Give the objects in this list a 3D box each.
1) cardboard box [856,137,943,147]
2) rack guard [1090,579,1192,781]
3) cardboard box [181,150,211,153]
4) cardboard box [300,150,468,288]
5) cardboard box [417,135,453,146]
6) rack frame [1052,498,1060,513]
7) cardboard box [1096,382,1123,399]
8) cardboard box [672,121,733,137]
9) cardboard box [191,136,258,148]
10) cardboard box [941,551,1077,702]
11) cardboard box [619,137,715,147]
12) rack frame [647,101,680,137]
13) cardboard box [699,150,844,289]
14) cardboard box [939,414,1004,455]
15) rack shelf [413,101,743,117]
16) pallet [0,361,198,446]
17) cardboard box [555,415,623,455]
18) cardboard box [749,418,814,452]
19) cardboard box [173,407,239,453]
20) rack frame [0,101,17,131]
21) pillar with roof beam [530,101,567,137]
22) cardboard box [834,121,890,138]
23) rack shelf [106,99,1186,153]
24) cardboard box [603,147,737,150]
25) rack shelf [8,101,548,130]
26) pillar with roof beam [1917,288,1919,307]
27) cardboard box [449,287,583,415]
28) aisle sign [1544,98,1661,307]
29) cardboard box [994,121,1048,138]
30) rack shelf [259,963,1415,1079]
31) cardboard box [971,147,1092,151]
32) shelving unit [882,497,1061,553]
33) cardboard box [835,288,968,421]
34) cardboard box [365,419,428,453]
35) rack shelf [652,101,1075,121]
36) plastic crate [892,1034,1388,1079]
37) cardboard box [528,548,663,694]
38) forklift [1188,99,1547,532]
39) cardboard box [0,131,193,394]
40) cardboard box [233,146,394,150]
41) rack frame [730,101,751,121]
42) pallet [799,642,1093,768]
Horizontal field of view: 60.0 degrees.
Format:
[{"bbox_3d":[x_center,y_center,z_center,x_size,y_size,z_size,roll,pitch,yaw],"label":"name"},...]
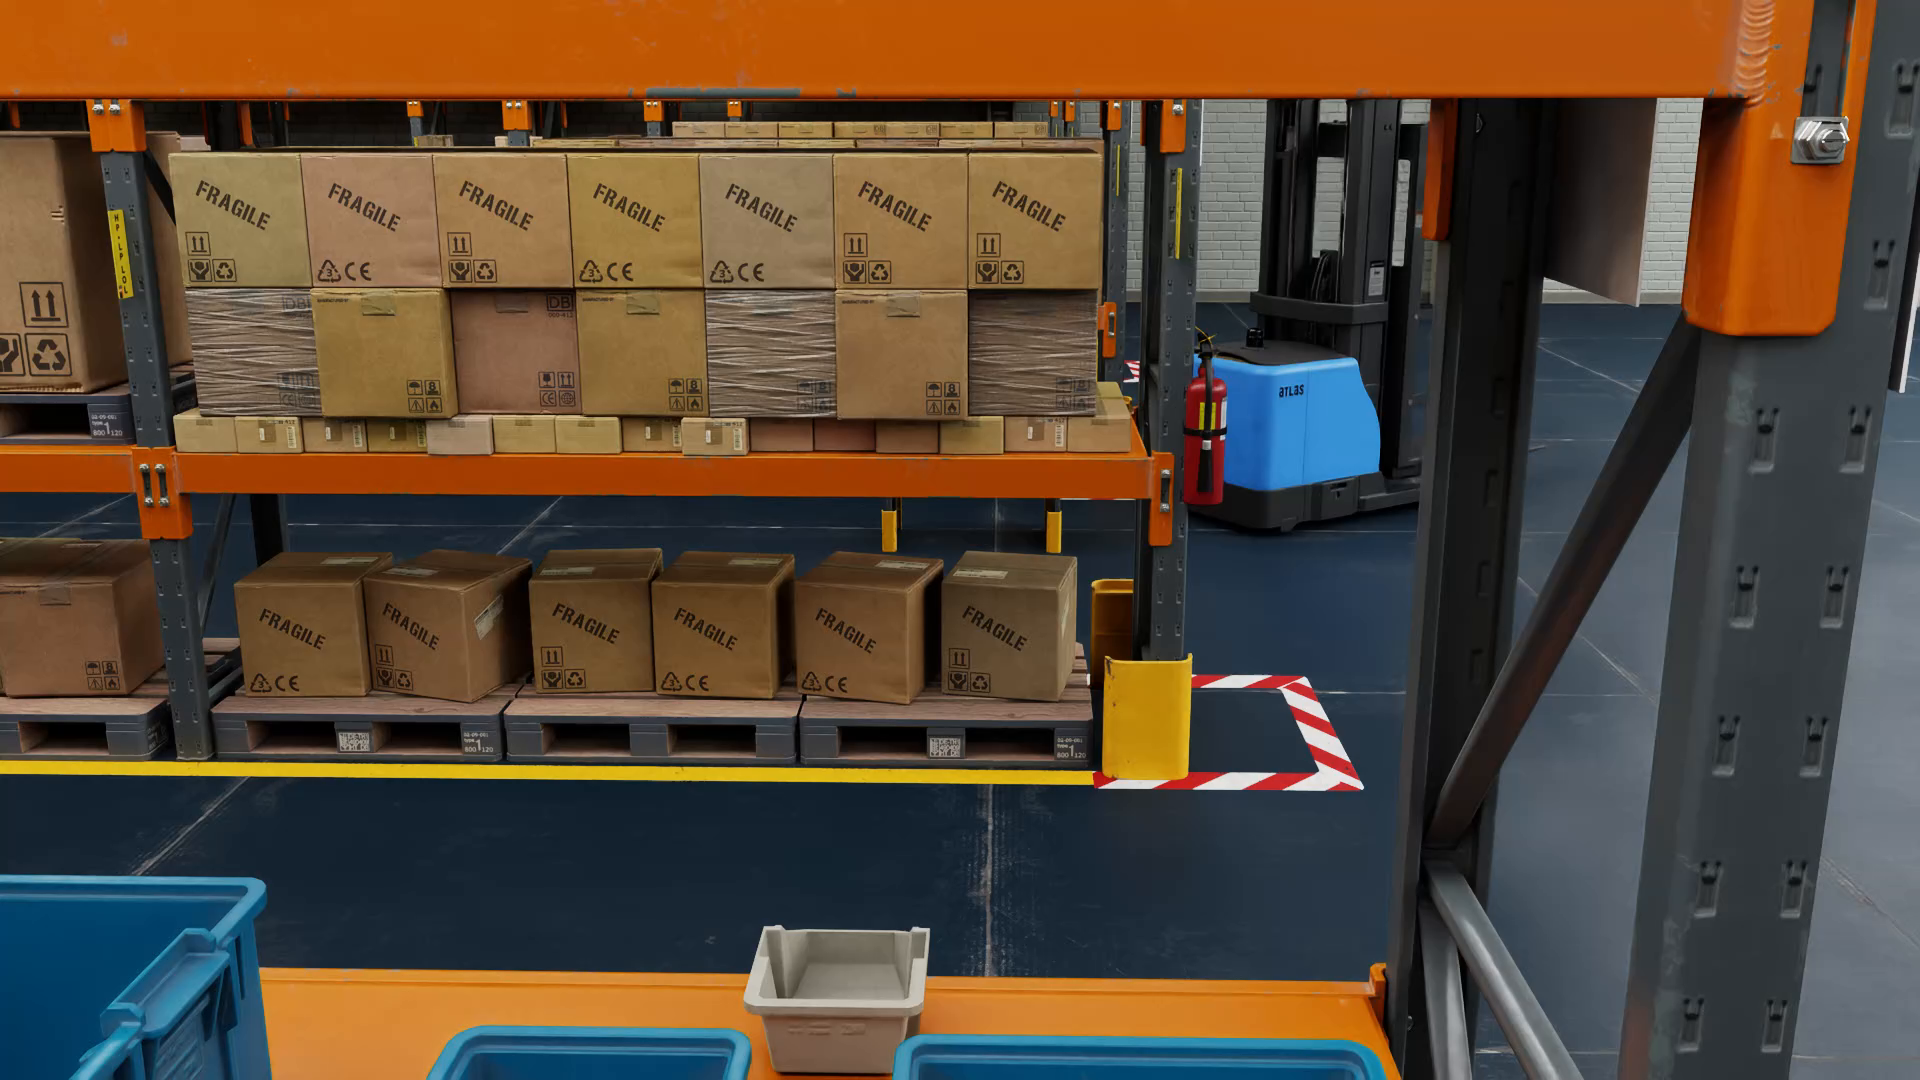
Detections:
[{"bbox_3d":[-0.410,-2.524,11.615,0.550,0.550,0.875,0,15,1],"label":"cardboard box"},{"bbox_3d":[0.765,0.574,7.184,0.348,0.500,1.175,0,15,1],"label":"rack guard"},{"bbox_3d":[-5.462,-2.471,11.670,0.500,0.500,0.700,0,15,1],"label":"cardboard box"},{"bbox_3d":[-2.215,-1.265,6.516,0.500,0.500,0.500,0,15,1],"label":"cardboard box"},{"bbox_3d":[-5.261,-3.984,16.685,0.250,0.149,0.380,0,15,-1],"label":"cardboard box"},{"bbox_3d":[0.593,-0.721,10.134,0.032,1.500,0.500,0,15,1],"label":"rack frame"},{"bbox_3d":[0.562,-0.575,7.133,0.250,0.149,0.380,0,15,1],"label":"cardboard box"},{"bbox_3d":[-2.471,-3.805,16.143,0.500,0.500,0.700,0,15,1],"label":"cardboard box"},{"bbox_3d":[-7.390,-3.811,16.748,0.500,0.500,0.500,0,15,0],"label":"cardboard box"},{"bbox_3d":[0.217,0.363,7.160,0.500,0.500,0.500,3,15,12],"label":"cardboard box"},{"bbox_3d":[-2.010,-2.534,11.654,0.550,0.550,0.875,0,15,1],"label":"cardboard box"},{"bbox_3d":[-2.905,-3.187,16.541,0.127,3.000,1.000,0,15,1],"label":"rack frame"},{"bbox_3d":[-0.715,-1.256,6.482,0.500,0.500,0.500,0,15,1],"label":"cardboard box"},{"bbox_3d":[0.049,-0.452,6.666,0.250,0.149,0.380,0,15,1],"label":"cardboard box"},{"bbox_3d":[-4.781,-5.569,21.098,4.000,0.370,1.077,0,15,1],"label":"rack shelf"},{"bbox_3d":[-3.918,-0.610,7.146,1.213,0.211,1.003,0,15,1],"label":"pallet"},{"bbox_3d":[-1.451,-0.454,6.674,0.250,0.149,0.380,0,15,1],"label":"cardboard box"},{"bbox_3d":[-0.700,-0.466,6.718,0.250,0.149,0.380,0,15,1],"label":"cardboard box"},{"bbox_3d":[-2.951,-0.461,6.698,0.250,0.149,0.380,0,15,1],"label":"cardboard box"},{"bbox_3d":[-6.929,-1.950,11.853,0.127,3.000,1.000,0,15,1],"label":"rack frame"},{"bbox_3d":[-5.564,-6.504,17.351,0.400,9.000,9.100,0,15,1],"label":"pillar with roof beam"},{"bbox_3d":[-0.936,-3.806,16.145,0.500,0.500,0.700,0,15,1],"label":"cardboard box"},{"bbox_3d":[-1.159,-1.750,6.622,4.000,0.370,1.077,0,15,1],"label":"rack shelf"},{"bbox_3d":[-1.202,-1.392,6.999,0.500,0.500,0.500,0,15,1],"label":"cardboard box"},{"bbox_3d":[-4.930,-3.040,11.513,4.000,0.370,1.077,0,15,1],"label":"rack shelf"},{"bbox_3d":[12.430,-6.386,16.906,0.400,9.000,9.100,0,15,1],"label":"pillar with roof beam"},{"bbox_3d":[-1.708,-0.844,6.879,0.500,0.500,0.875,0,15,1],"label":"cardboard box"},{"bbox_3d":[0.794,-0.702,2.026,0.004,0.787,0.394,0,15,1],"label":"aisle sign"},{"bbox_3d":[0.577,-3.785,16.066,0.500,0.500,0.700,0,15,0],"label":"cardboard box"},{"bbox_3d":[-1.285,0.964,2.217,4.000,0.370,1.077,0,15,1],"label":"rack shelf"},{"bbox_3d":[0.298,-1.383,6.962,0.500,0.500,0.500,0,15,1],"label":"cardboard box"},{"bbox_3d":[0.076,-0.725,10.147,1.083,1.500,0.587,0,15,1],"label":"shelving unit"},{"bbox_3d":[-0.211,-0.810,6.749,0.500,0.500,0.875,0,15,1],"label":"cardboard box"},{"bbox_3d":[-2.200,-0.462,6.703,0.250,0.149,0.380,0,15,1],"label":"cardboard box"},{"bbox_3d":[-0.906,-4.277,16.201,4.000,0.370,1.077,0,15,1],"label":"rack shelf"},{"bbox_3d":[0.206,0.774,1.818,0.616,0.251,0.499,0,15,1],"label":"plastic crate"},{"bbox_3d":[-1.564,0.344,7.233,0.500,0.500,0.500,-1,15,-4],"label":"cardboard box"},{"bbox_3d":[2.809,-1.734,11.165,3.031,2.935,1.130,-10,18,-33],"label":"forklift"},{"bbox_3d":[-3.949,-1.194,6.987,1.000,1.000,1.000,0,15,2],"label":"cardboard box"},{"bbox_3d":[-2.701,-1.403,7.039,0.500,0.500,0.500,0,15,1],"label":"cardboard box"},{"bbox_3d":[-2.782,-4.453,21.339,0.127,3.000,1.000,0,15,1],"label":"rack frame"},{"bbox_3d":[-0.047,0.699,7.275,1.213,0.211,1.003,0,15,1],"label":"pallet"}]
